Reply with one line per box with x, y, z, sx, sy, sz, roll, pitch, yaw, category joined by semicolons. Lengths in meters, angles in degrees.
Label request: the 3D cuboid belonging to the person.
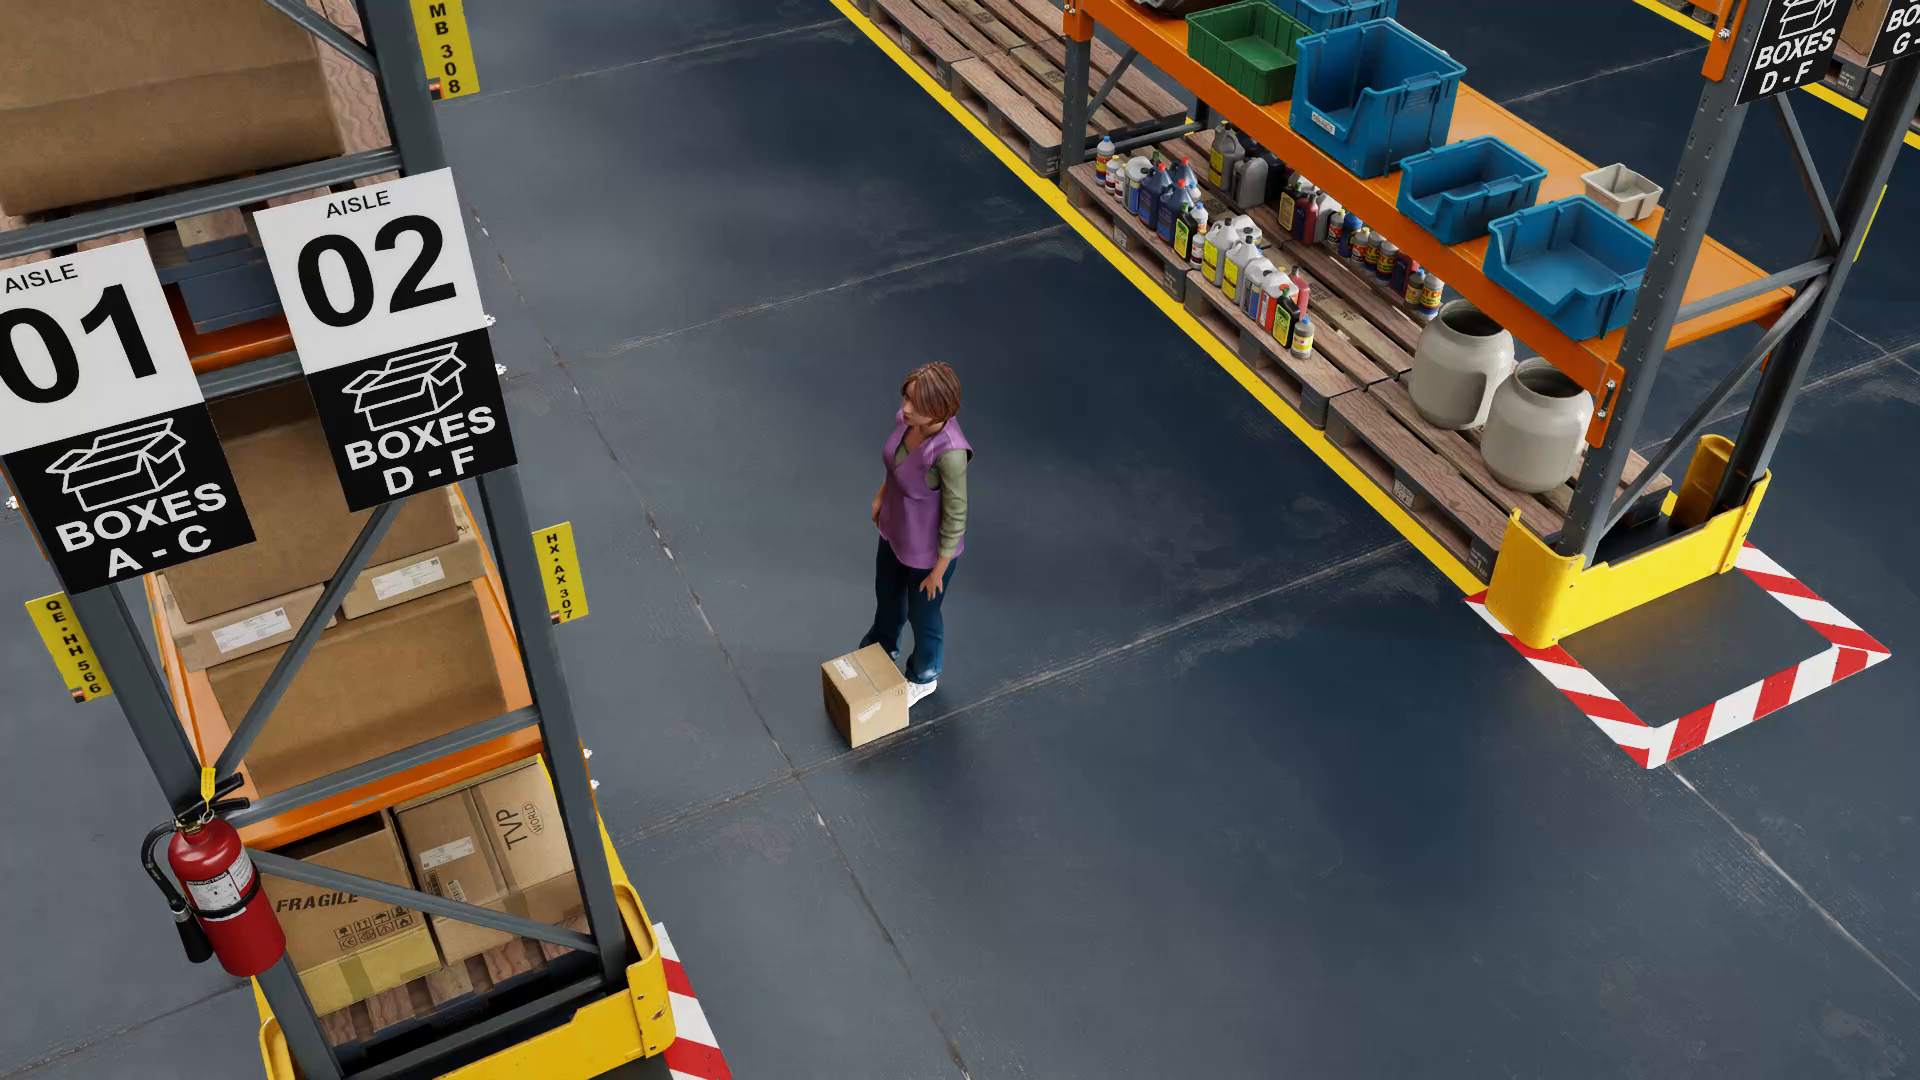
-0.222;0.020;6.130;0.472;1.600;0.520;-19;45;-20;person
